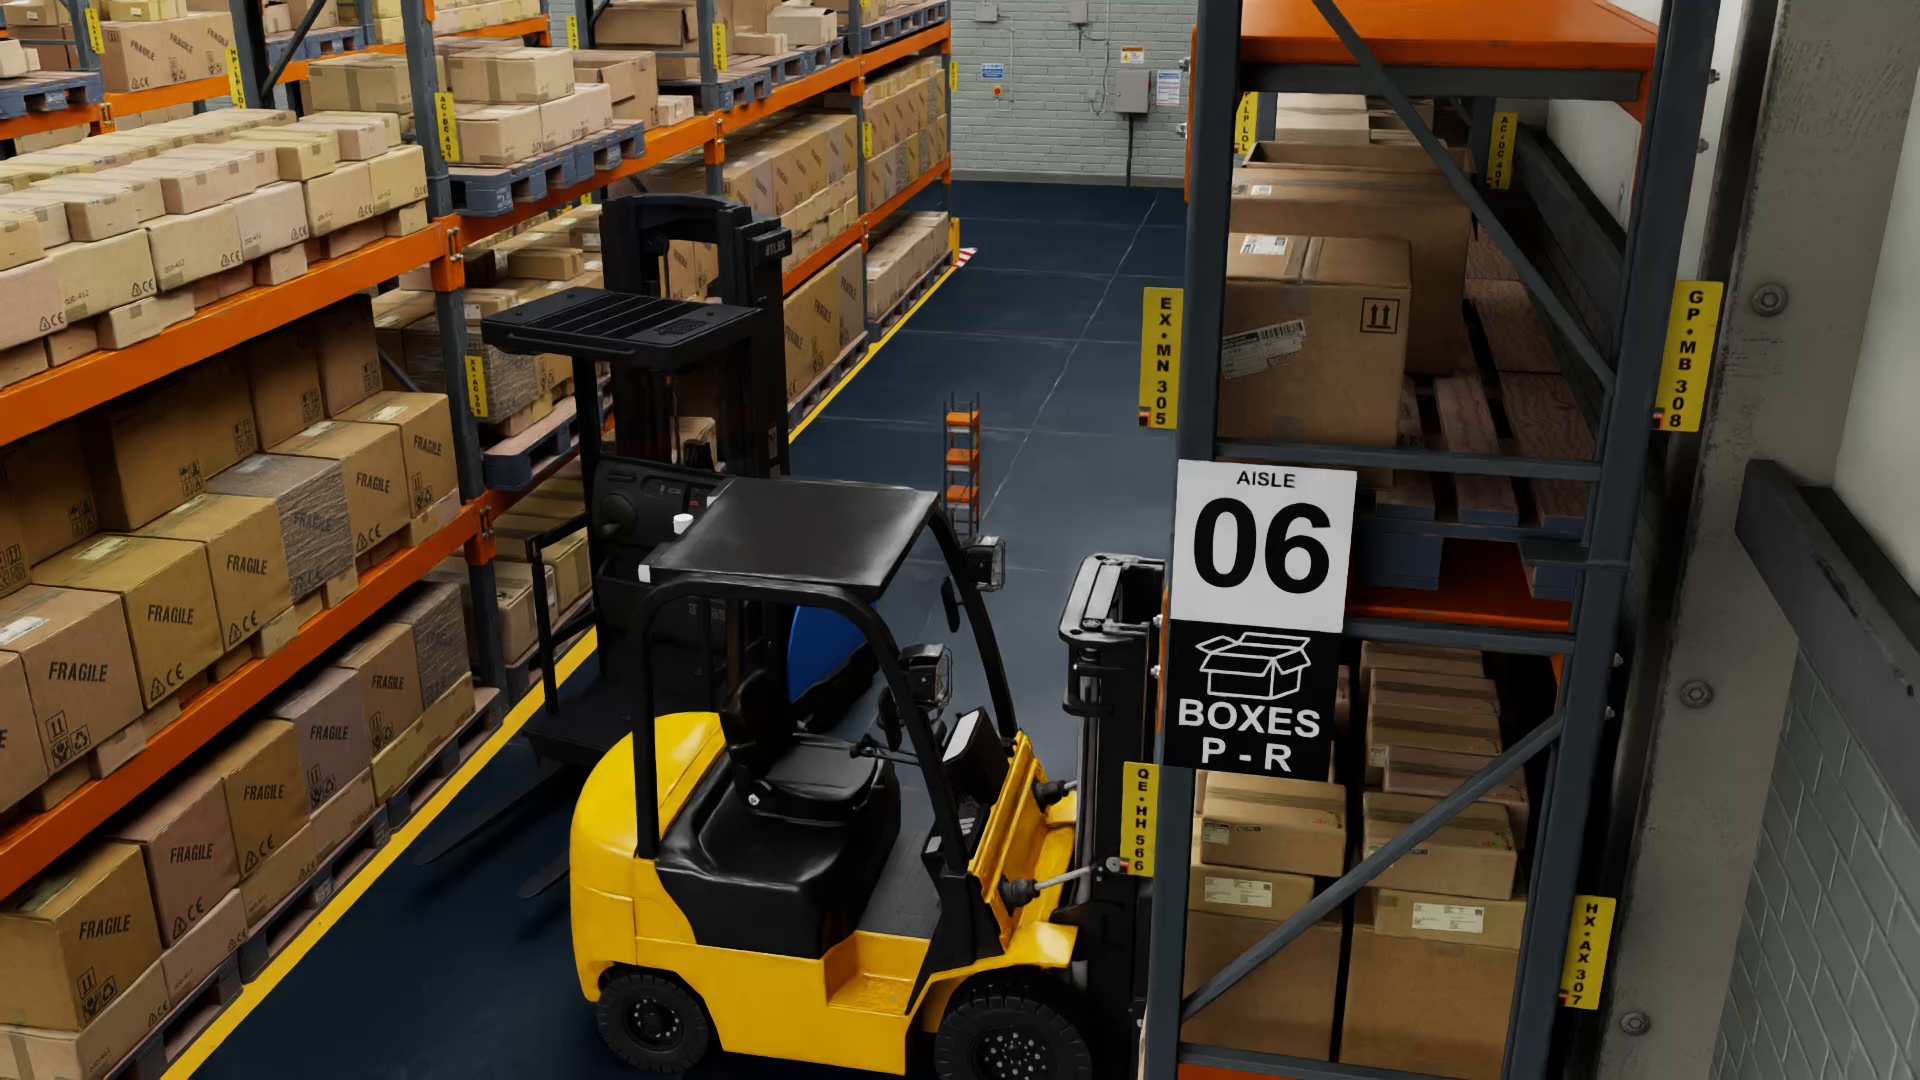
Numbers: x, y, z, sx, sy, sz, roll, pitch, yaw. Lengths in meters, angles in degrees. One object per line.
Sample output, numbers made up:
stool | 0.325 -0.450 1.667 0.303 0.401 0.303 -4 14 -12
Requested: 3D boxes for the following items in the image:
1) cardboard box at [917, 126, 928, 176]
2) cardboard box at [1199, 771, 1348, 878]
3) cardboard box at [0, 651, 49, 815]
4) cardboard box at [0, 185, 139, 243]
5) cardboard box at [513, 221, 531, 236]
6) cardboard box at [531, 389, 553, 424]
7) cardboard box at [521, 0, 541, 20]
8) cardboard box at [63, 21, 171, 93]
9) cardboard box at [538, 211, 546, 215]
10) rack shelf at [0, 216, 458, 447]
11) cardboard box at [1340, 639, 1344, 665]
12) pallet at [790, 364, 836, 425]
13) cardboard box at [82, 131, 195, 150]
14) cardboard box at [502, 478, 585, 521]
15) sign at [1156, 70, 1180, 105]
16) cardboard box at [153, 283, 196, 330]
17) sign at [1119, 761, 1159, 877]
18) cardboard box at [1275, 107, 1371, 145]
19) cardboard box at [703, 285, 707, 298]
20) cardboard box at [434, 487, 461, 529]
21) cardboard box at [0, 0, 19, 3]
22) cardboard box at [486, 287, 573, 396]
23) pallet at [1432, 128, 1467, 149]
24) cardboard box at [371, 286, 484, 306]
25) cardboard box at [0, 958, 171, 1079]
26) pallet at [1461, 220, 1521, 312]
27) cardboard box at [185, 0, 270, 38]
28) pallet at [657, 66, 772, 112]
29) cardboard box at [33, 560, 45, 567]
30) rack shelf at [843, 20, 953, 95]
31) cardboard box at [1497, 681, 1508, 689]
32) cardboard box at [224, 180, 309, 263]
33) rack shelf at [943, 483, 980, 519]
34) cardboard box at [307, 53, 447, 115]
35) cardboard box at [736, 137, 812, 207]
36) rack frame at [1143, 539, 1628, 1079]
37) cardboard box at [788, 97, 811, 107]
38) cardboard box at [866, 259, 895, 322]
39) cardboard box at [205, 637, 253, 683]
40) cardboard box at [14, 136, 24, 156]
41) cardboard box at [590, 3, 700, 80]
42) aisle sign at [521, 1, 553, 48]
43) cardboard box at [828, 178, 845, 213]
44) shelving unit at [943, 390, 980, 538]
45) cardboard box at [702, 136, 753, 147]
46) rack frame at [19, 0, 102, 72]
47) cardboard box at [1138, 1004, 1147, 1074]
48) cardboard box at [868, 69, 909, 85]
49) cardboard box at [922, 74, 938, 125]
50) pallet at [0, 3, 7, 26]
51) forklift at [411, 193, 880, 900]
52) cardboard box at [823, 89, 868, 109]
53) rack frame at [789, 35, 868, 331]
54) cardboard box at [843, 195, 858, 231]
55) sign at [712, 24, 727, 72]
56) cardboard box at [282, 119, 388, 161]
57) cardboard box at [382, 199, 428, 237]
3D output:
cardboard box | -0.659 -4.304 18.392 0.500 0.500 0.500 5 22 12
cardboard box | 0.854 0.770 4.525 0.380 0.149 0.250 5 22 11
cardboard box | -3.504 0.689 5.595 0.500 0.500 0.500 4 22 10
cardboard box | -3.239 -1.187 6.039 0.380 0.149 0.250 5 22 12
cardboard box | -5.407 -3.772 20.059 0.380 0.149 0.250 4 22 9
cardboard box | -2.575 -0.784 9.559 0.380 0.149 0.250 5 22 12
cardboard box | -5.308 -6.301 19.670 0.500 0.250 0.500 4 22 10
cardboard box | -6.729 -3.867 13.290 0.500 0.500 0.500 4 22 11
cardboard box | -5.334 -4.102 20.480 0.380 0.149 0.250 5 22 12
rack shelf | -3.464 -0.763 6.682 1.077 0.370 4.000 4 22 11
cardboard box | 1.777 0.447 6.594 0.500 0.500 0.500 4 22 9
pallet | -1.754 -1.334 14.883 1.003 0.211 1.213 4 22 11
cardboard box | -3.607 -1.704 7.324 0.380 0.149 0.250 4 22 11
cardboard box | -2.668 -0.123 11.098 0.950 0.372 0.625 5 23 13
sign | 3.073 -6.670 24.528 0.329 0.494 0.001 4 22 11
cardboard box | -3.213 -0.918 6.439 0.380 0.149 0.250 4 22 9
sign | 0.459 0.709 4.210 0.100 0.325 0.005 4 22 11
cardboard box | 1.713 -1.935 8.050 0.500 0.311 0.500 4 22 9
cardboard box | -2.077 -1.840 12.182 0.380 0.149 0.250 5 23 13
cardboard box | -2.823 -0.180 8.621 0.380 0.149 0.250 4 22 10
cardboard box | -10.910 -6.284 18.598 0.700 0.500 0.500 6 23 14
cardboard box | -2.578 -1.149 9.597 0.500 0.500 0.500 5 22 11
pallet | 2.344 -2.163 9.446 1.003 0.211 1.213 6 23 13
cardboard box | -3.087 -1.184 9.684 0.500 0.500 0.500 5 22 11
cardboard box | -3.437 1.833 6.407 0.500 0.250 0.500 4 22 10
pallet | 1.655 -1.096 6.664 1.003 0.211 1.213 4 22 11
cardboard box | -6.734 -4.782 14.998 0.797 0.503 0.637 4 22 10
pallet | -2.161 -3.443 12.626 1.213 0.211 1.003 6 23 13
cardboard box | -3.819 0.256 6.670 0.500 0.500 0.500 4 22 11
rack shelf | -1.016 -5.152 17.579 1.077 0.370 4.000 4 22 11
cardboard box | 1.643 0.486 5.629 0.380 0.149 0.250 5 23 13
cardboard box | -3.103 -1.345 6.965 0.500 0.250 0.500 4 22 10
rack shelf | 0.011 -0.239 11.814 0.215 0.259 0.240 4 22 11
cardboard box | -3.063 -2.407 8.770 0.500 0.250 0.500 5 22 12
cardboard box | -1.581 -3.126 14.129 0.500 0.500 0.500 5 22 12
rack frame | 0.988 1.403 4.355 1.000 3.000 0.127 4 22 11
cardboard box | -1.673 -4.311 16.202 0.380 0.149 0.250 4 22 10
cardboard box | -1.191 -2.591 17.138 0.875 0.438 0.875 4 22 10
cardboard box | -3.235 0.468 7.013 0.380 0.149 0.250 4 22 9
cardboard box | -10.773 -4.339 18.414 0.500 0.250 0.500 4 22 10
cardboard box | -2.311 -3.683 12.269 0.797 0.503 0.637 3 22 8
aisle sign | -5.165 -6.376 20.190 0.394 0.787 0.004 4 22 11
cardboard box | -1.370 -3.162 15.221 0.500 0.250 0.500 5 22 12
shelving unit | 0.011 -0.507 11.706 0.215 1.050 0.252 4 22 11
cardboard box | -2.076 -3.173 14.245 0.500 0.500 0.500 4 22 10
rack frame | -7.106 -5.023 12.280 1.000 3.000 0.127 4 22 11
cardboard box | 0.875 1.640 5.546 0.500 0.250 0.500 5 22 12
cardboard box | -0.763 -4.925 17.726 0.380 0.149 0.250 5 23 13
cardboard box | -0.551 -4.948 18.652 0.500 0.500 0.500 5 22 11
pallet | -10.948 -5.767 18.261 1.003 0.211 1.213 4 22 11
forklift | -1.560 -0.135 8.265 1.130 2.935 3.031 10 24 23
cardboard box | -1.105 -4.270 16.099 0.380 0.149 0.250 4 22 10
rack frame | -1.424 -3.363 16.188 1.000 3.000 0.127 4 22 11
cardboard box | -1.269 -3.110 15.761 0.500 0.250 0.500 4 22 10
sign | -1.709 -3.489 11.795 0.100 0.325 0.005 4 22 11
cardboard box | -2.885 -1.848 7.682 0.380 0.149 0.250 4 22 10
cardboard box | -2.822 -1.573 8.066 0.380 0.149 0.250 5 22 11
